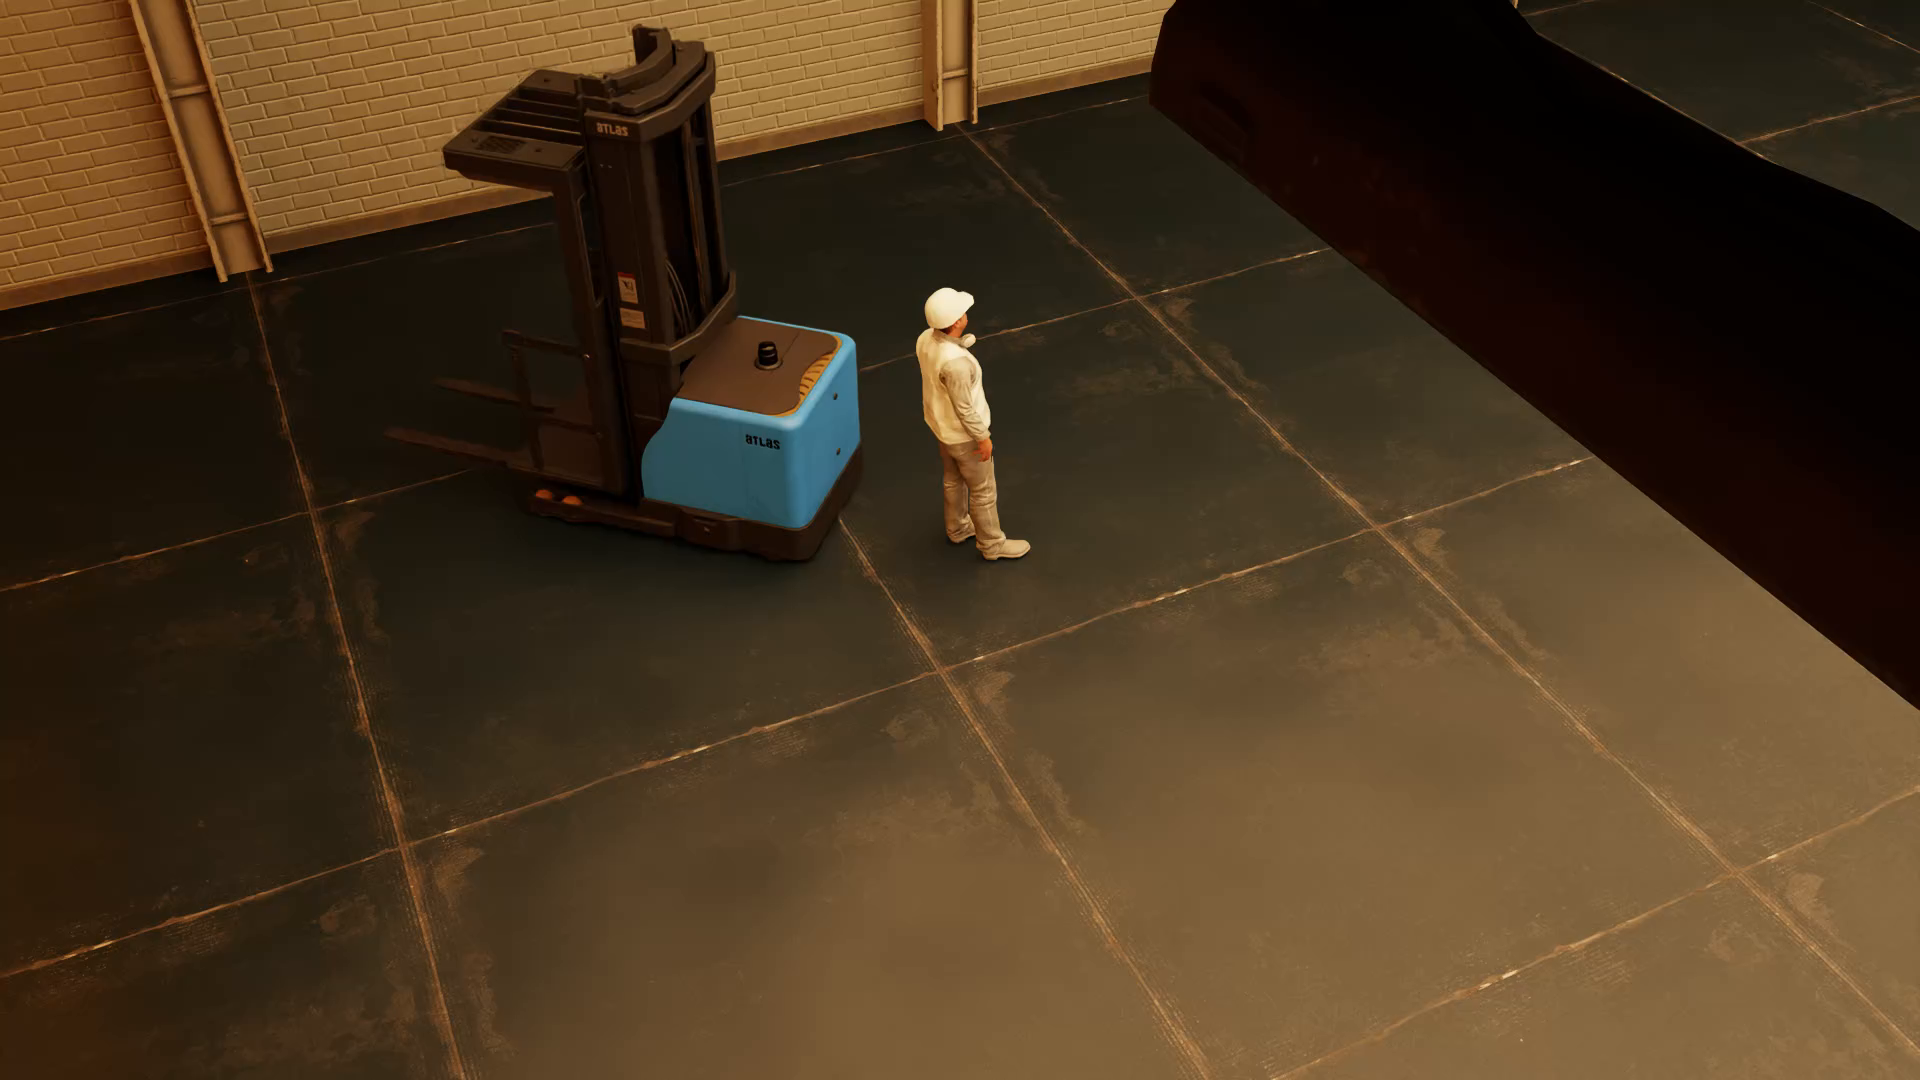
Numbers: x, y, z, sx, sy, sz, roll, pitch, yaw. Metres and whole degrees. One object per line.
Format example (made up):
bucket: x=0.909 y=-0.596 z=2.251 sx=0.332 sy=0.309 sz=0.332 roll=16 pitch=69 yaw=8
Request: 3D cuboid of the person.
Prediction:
person: x=0.060 y=-0.705 z=9.756 sx=0.563 sy=1.773 sz=0.647 roll=-16 pitch=43 yaw=-19

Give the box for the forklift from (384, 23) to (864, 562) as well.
forklift: x=-2.196 y=-1.547 z=9.870 sx=3.031 sy=2.935 sz=1.130 roll=12 pitch=41 yaw=14
